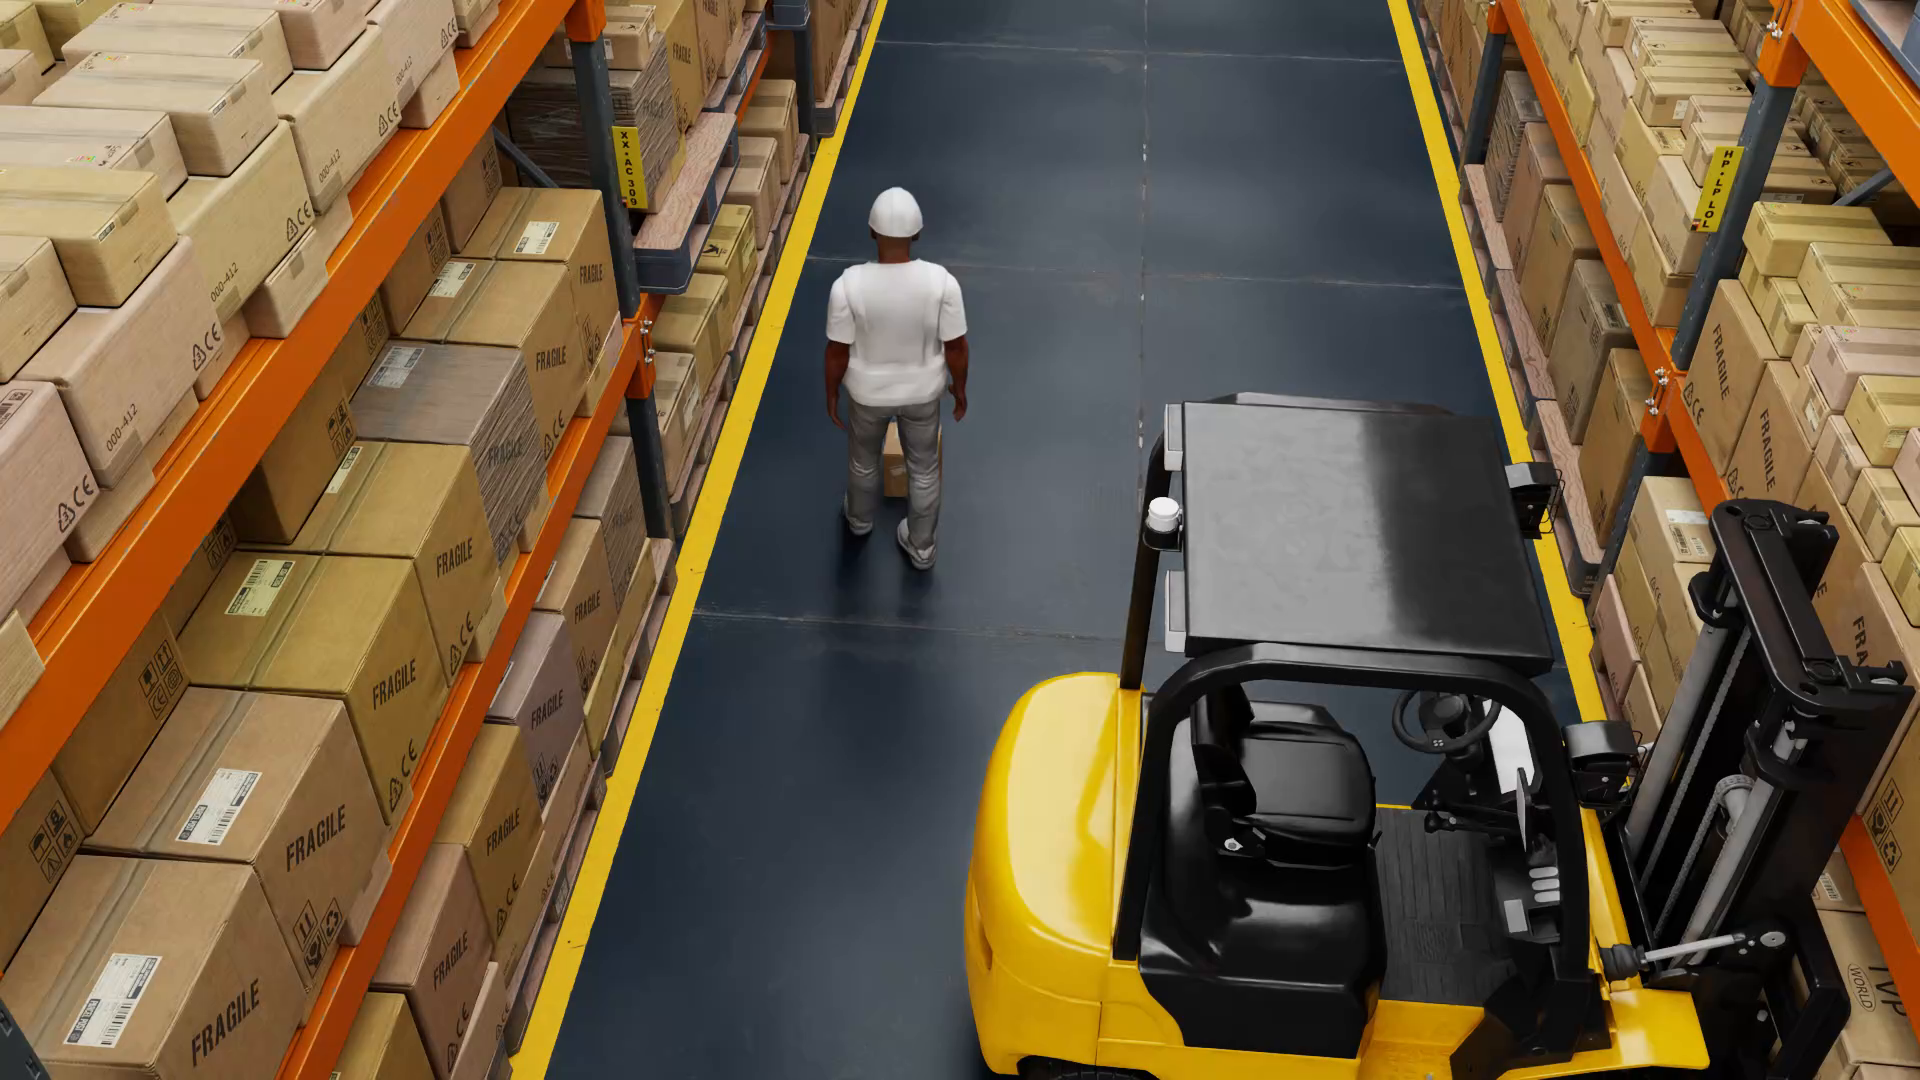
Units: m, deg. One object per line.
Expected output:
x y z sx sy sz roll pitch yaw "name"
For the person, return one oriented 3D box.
-0.272 -0.706 6.976 0.589 1.768 0.591 -3 40 -4 "person"
